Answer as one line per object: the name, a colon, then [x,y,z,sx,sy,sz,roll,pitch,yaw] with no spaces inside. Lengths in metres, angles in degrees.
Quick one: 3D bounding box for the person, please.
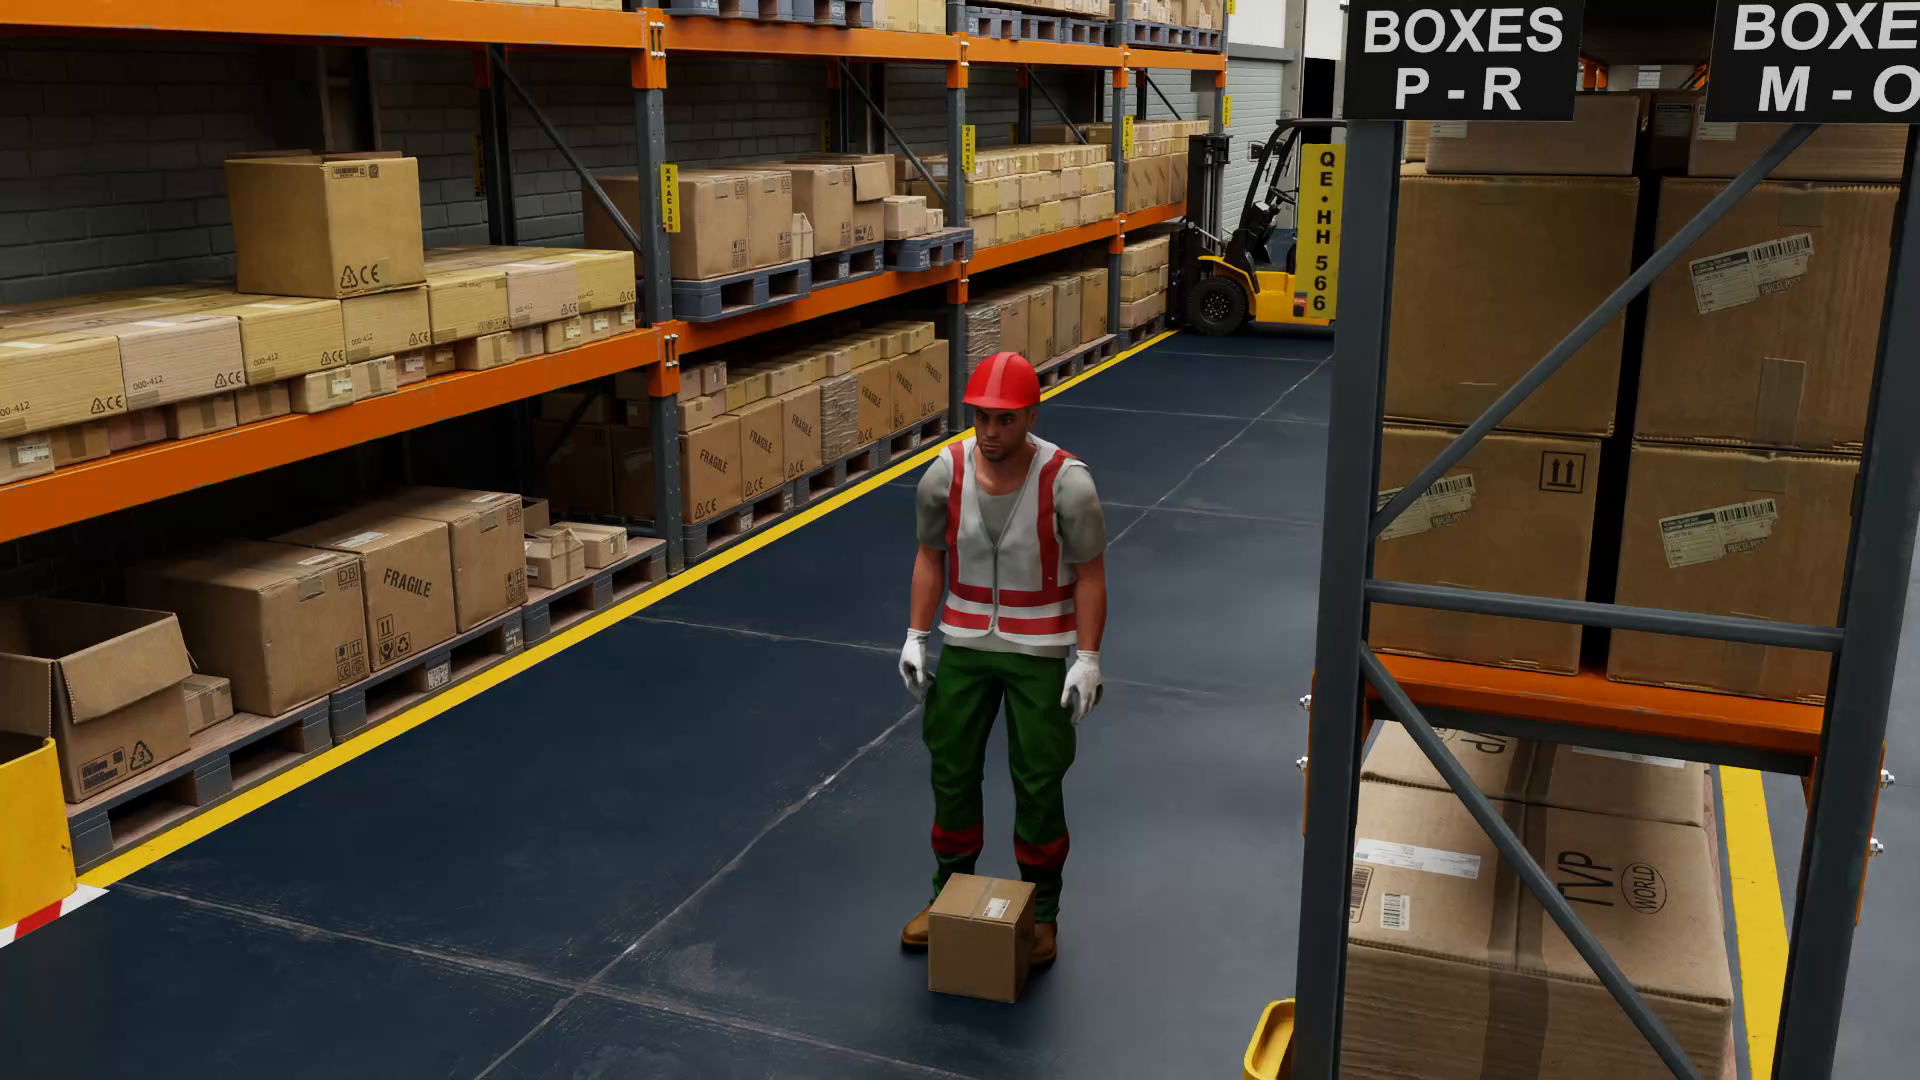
person: [0.118,0.338,4.754,0.607,1.779,0.451,5,16,19]
